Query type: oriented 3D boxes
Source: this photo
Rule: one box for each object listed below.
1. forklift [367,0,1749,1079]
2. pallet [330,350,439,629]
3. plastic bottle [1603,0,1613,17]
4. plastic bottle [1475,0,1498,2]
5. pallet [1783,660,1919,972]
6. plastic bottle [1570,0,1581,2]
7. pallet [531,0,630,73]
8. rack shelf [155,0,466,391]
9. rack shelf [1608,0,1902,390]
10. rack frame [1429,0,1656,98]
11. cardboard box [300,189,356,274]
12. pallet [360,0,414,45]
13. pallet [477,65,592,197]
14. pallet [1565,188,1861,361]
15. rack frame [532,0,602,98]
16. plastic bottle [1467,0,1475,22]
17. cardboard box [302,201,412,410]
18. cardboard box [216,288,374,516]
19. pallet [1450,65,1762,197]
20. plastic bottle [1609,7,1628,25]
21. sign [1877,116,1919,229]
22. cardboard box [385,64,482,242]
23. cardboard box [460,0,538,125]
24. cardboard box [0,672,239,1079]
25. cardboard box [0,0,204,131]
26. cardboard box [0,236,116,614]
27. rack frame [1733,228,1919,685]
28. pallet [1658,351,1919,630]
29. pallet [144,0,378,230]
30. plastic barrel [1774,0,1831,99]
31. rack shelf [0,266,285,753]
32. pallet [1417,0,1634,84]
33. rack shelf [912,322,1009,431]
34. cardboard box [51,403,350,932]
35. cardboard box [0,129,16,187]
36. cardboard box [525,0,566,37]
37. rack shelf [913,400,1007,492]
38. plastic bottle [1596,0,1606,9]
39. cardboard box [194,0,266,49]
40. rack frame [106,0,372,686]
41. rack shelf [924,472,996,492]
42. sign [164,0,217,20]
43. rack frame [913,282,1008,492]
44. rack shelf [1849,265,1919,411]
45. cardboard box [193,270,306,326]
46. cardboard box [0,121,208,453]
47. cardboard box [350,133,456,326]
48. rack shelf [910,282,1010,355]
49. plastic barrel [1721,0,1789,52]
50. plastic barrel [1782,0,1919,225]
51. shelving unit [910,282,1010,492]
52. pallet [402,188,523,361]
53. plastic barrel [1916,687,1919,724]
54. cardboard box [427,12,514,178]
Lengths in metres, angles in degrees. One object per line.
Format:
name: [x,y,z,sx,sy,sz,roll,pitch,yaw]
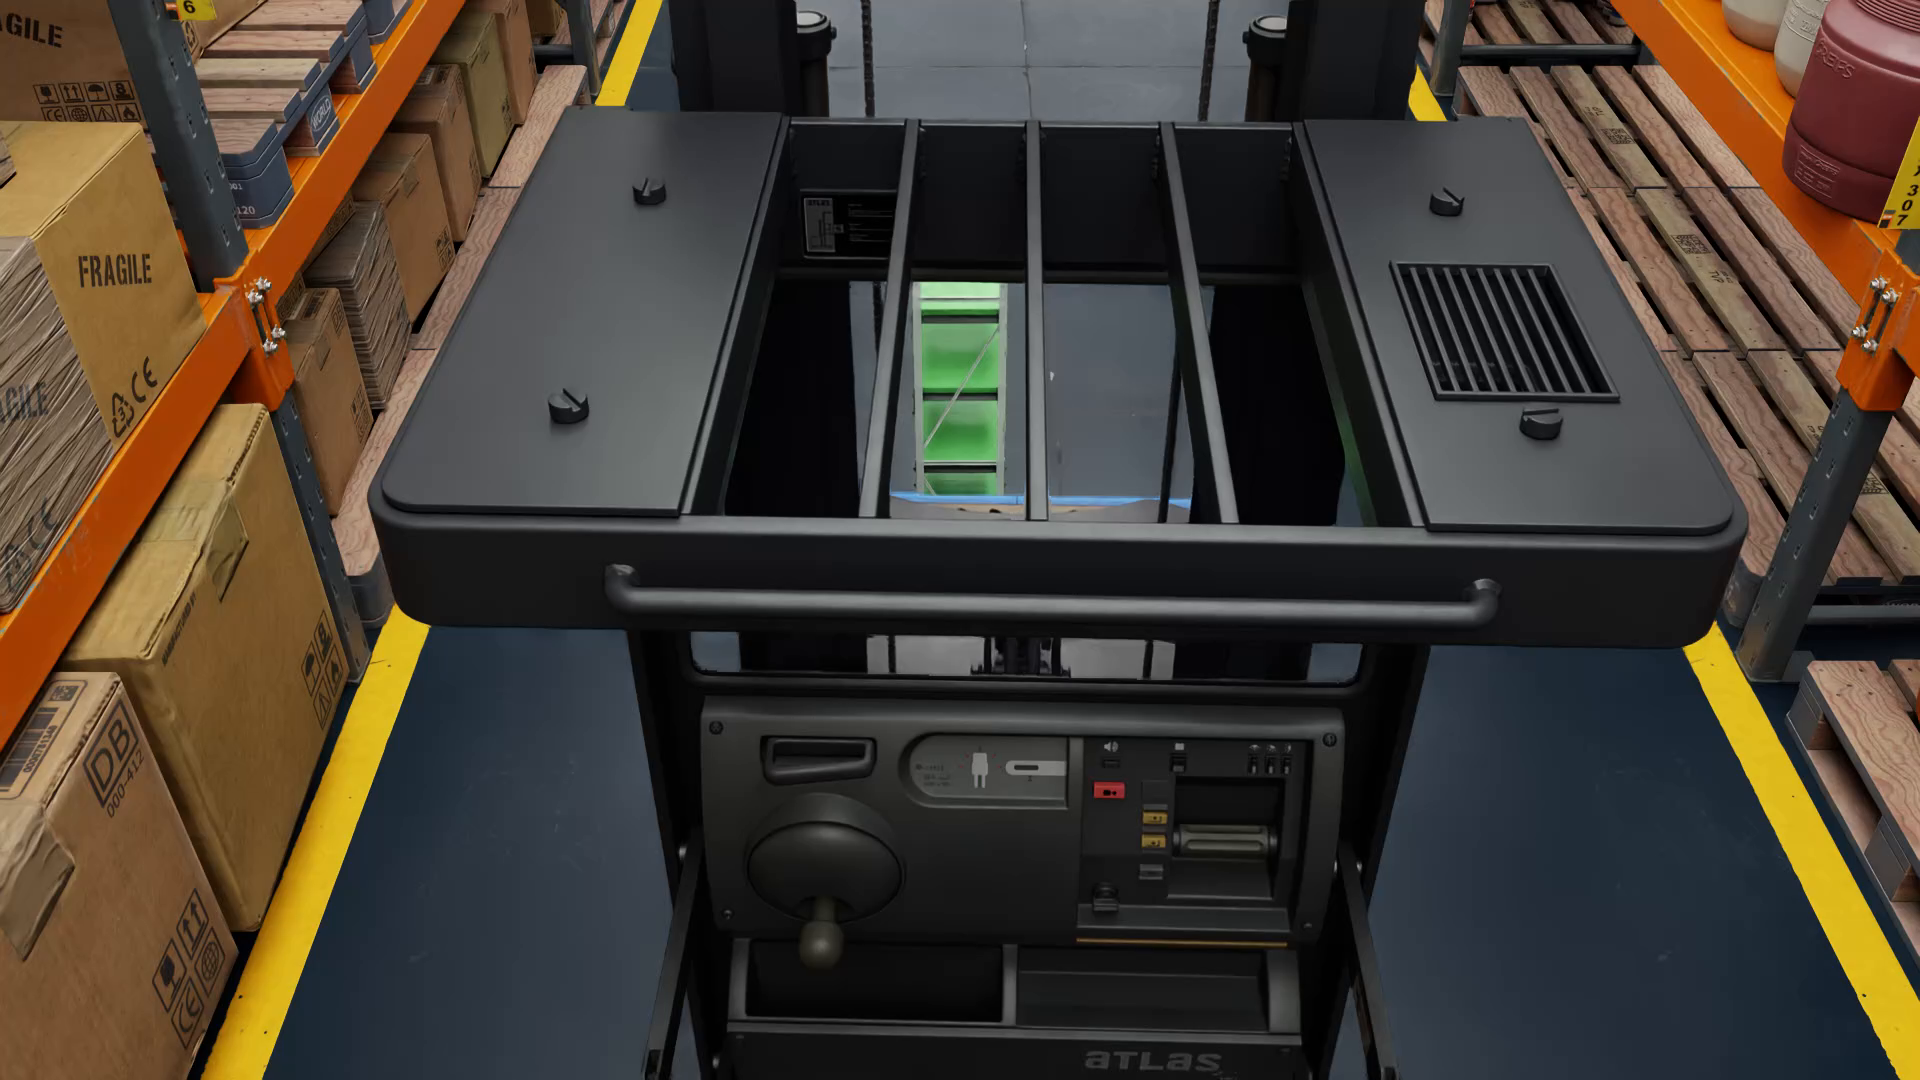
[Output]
forklift: [0.084,0.508,2.272,1.130,2.935,3.031,1,39,1]
pallet: [-2.206,-0.194,5.324,1.003,0.211,1.213,0,39,0]
plastic bottle: [3.179,-2.641,8.033,0.097,0.201,0.097,0,39,0]
plastic bottle: [2.597,-2.839,8.161,0.144,0.351,0.185,0,39,0]
pallet: [2.789,0.784,4.103,1.003,0.211,1.213,0,39,0]
plastic bottle: [3.045,-2.812,8.180,0.061,0.283,0.133,0,39,0]
pallet: [-2.248,-2.627,8.359,1.003,0.211,1.213,0,39,0]
rack shelf: [-2.209,-1.764,5.627,1.077,0.370,4.000,0,39,0]
rack shelf: [2.744,-1.767,5.632,1.077,0.370,4.000,0,39,0]
rack frame: [2.742,-3.299,6.968,1.000,3.000,0.127,0,39,0]
cardboard box: [-2.248,-1.033,5.188,0.500,0.250,0.500,4,39,5]
pallet: [-2.250,-1.957,5.446,1.003,0.211,1.213,0,39,0]
pallet: [-2.209,-1.720,7.228,1.003,0.211,1.213,0,39,0]
pallet: [2.786,-0.955,6.272,1.003,0.211,1.213,0,39,0]
rack frame: [-2.211,-3.295,6.963,1.000,3.000,0.127,0,39,0]
plastic bottle: [2.429,-2.605,7.988,0.097,0.201,0.097,0,39,0]
cardboard box: [-2.241,-0.756,5.441,0.700,0.500,0.500,-3,39,-4]
cardboard box: [-2.228,-0.409,5.009,0.700,0.500,0.500,-2,39,-2]
pallet: [2.781,-1.719,7.227,1.003,0.211,1.213,0,39,0]
plastic bottle: [3.180,-2.605,7.932,0.097,0.271,0.097,0,39,0]
sign: [2.196,-0.856,3.789,0.100,0.325,0.005,0,39,0]
cardboard box: [-2.249,-1.459,6.319,0.700,0.500,0.500,-3,39,-4]
cardboard box: [-2.232,-2.107,7.128,0.700,0.500,0.500,-3,39,-4]
cardboard box: [-2.234,0.861,3.141,1.225,0.875,0.875,0,39,0]
cardboard box: [-2.247,-1.334,4.100,0.500,0.500,0.500,-5,39,-6]
cardboard box: [-1.964,-0.212,3.037,0.500,0.500,0.500,0,39,0]
rack frame: [2.746,-0.797,3.846,1.000,3.000,0.127,0,39,0]
pallet: [2.784,-0.194,5.323,1.003,0.211,1.213,0,39,0]
pallet: [-2.314,-1.164,4.458,1.213,0.211,1.003,0,39,0]
plastic barrel: [2.531,-1.484,4.614,0.421,0.512,0.421,0,39,0]
rack shelf: [-2.205,0.738,2.506,1.077,0.370,4.000,0,39,0]
pallet: [2.782,-2.631,8.364,1.003,0.211,1.213,0,39,0]
rack shelf: [0.000,-0.502,4.635,0.258,0.148,0.480,0,39,0]
cardboard box: [-2.227,0.303,3.836,1.225,0.875,0.875,-2,39,-2]
cardboard box: [-2.222,-0.767,2.926,0.797,0.503,0.637,1,39,1]
cardboard box: [-2.172,-2.734,7.926,0.500,0.500,0.500,-1,39,-1]
rack shelf: [0.000,-0.315,4.786,0.258,0.148,0.480,0,39,0]
plastic bottle: [3.179,-2.705,8.113,0.097,0.201,0.097,0,39,0]
cardboard box: [-2.348,-1.683,4.536,0.700,0.500,0.500,5,39,7]
rack frame: [-2.207,-0.794,3.842,1.000,3.000,0.127,0,39,0]
rack shelf: [0.000,-0.128,4.936,0.258,0.148,0.480,0,39,0]
sign: [-1.652,-1.248,3.483,0.100,0.325,0.005,0,39,0]
rack frame: [0.000,-0.212,4.555,0.240,1.200,0.015,0,39,0]
rack shelf: [2.748,0.734,2.510,1.077,0.370,4.000,0,39,0]
cardboard box: [-2.238,-0.702,4.774,0.500,0.250,0.500,1,39,2]
cardboard box: [-1.958,-0.524,3.426,0.500,0.500,0.500,1,39,1]
cardboard box: [-2.249,-1.110,5.884,0.700,0.500,0.500,3,39,4]
rack shelf: [0.000,-0.689,4.485,0.258,0.148,0.480,0,39,0]
plastic barrel: [2.531,-1.747,4.942,0.421,0.512,0.421,0,39,0]
plastic barrel: [2.443,-1.140,4.165,0.600,0.536,0.708,0,39,0]
shelving unit: [0.000,-0.365,4.746,0.258,1.200,0.503,0,39,0]
pallet: [-2.205,-0.955,6.273,1.003,0.211,1.213,0,39,0]
plastic barrel: [2.764,0.192,4.012,0.600,0.830,0.708,0,39,0]
cardboard box: [-2.251,-1.809,6.756,0.700,0.500,0.500,0,39,0]
